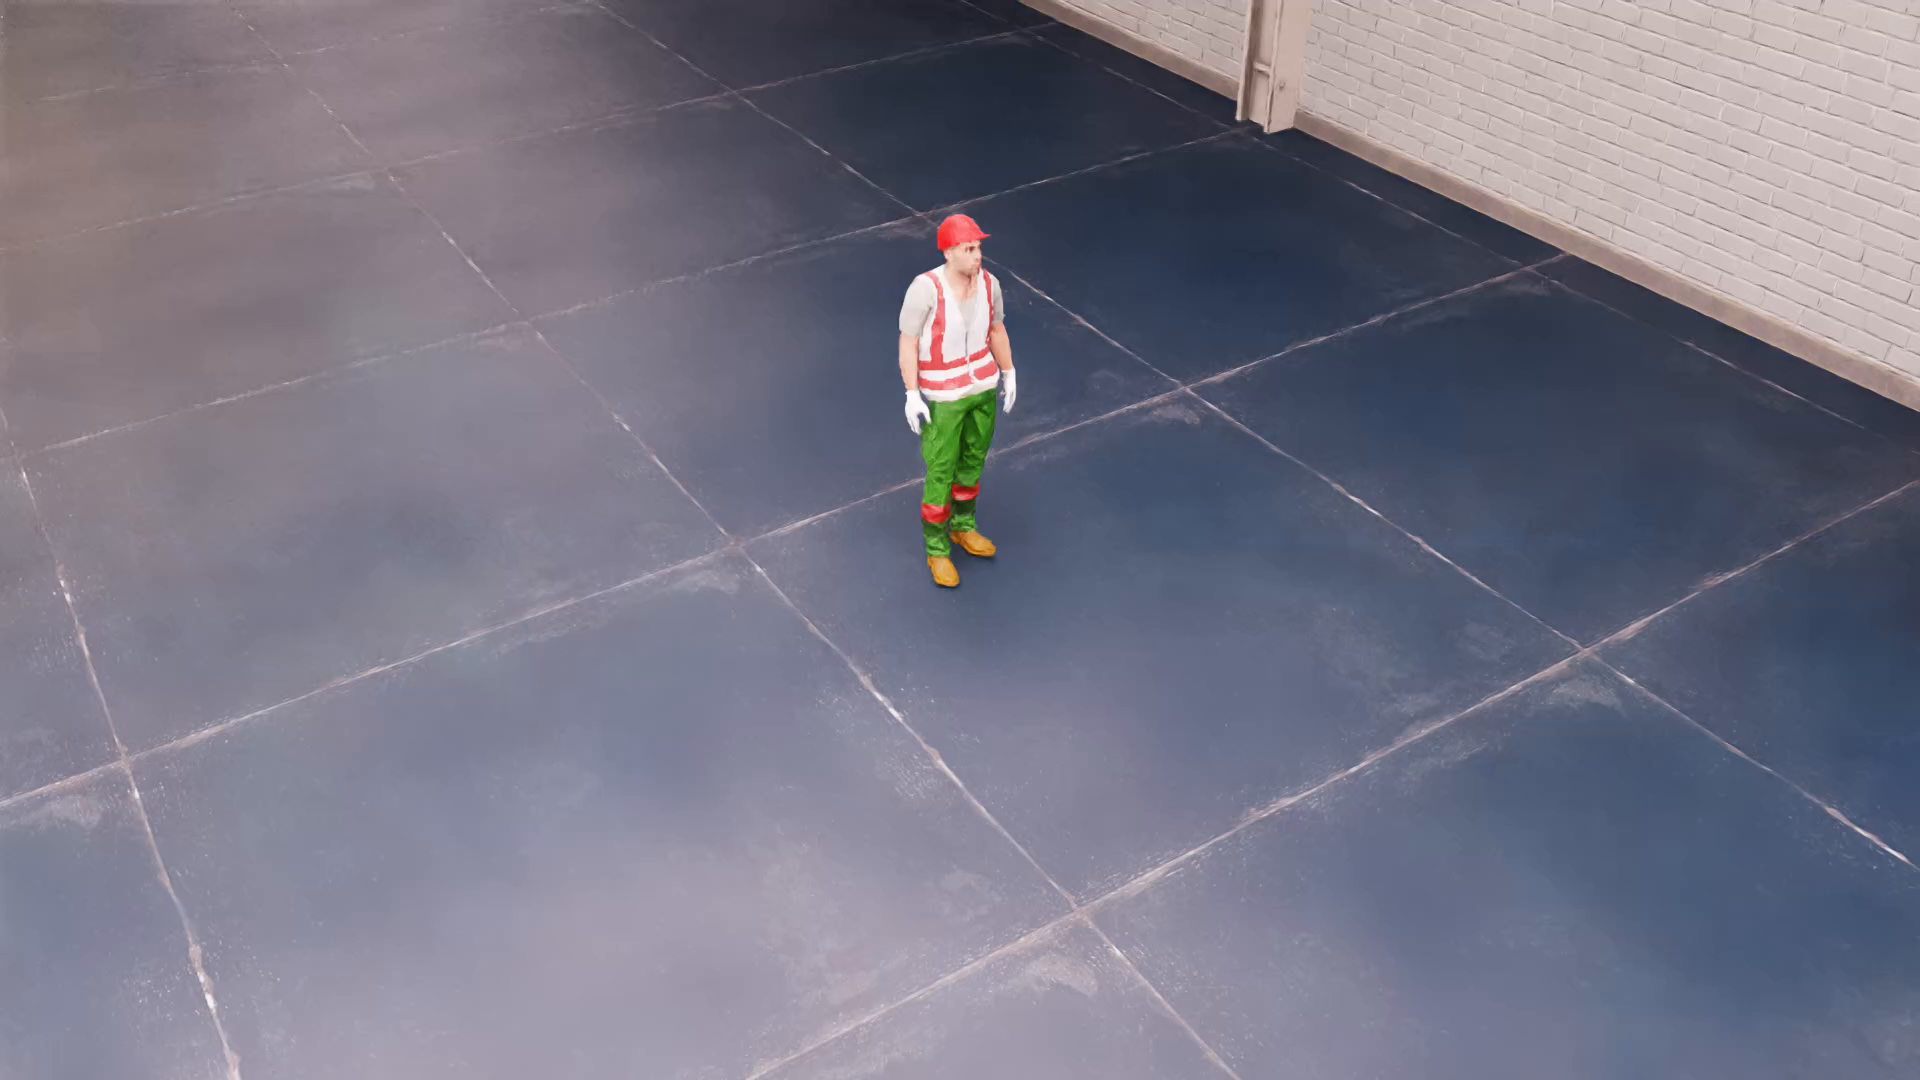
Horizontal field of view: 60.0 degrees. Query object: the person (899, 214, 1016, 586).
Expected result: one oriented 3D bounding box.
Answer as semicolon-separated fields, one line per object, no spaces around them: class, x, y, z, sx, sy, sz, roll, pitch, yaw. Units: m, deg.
person;0.035;-0.696;8.119;0.637;1.787;0.563;-21;40;-27
